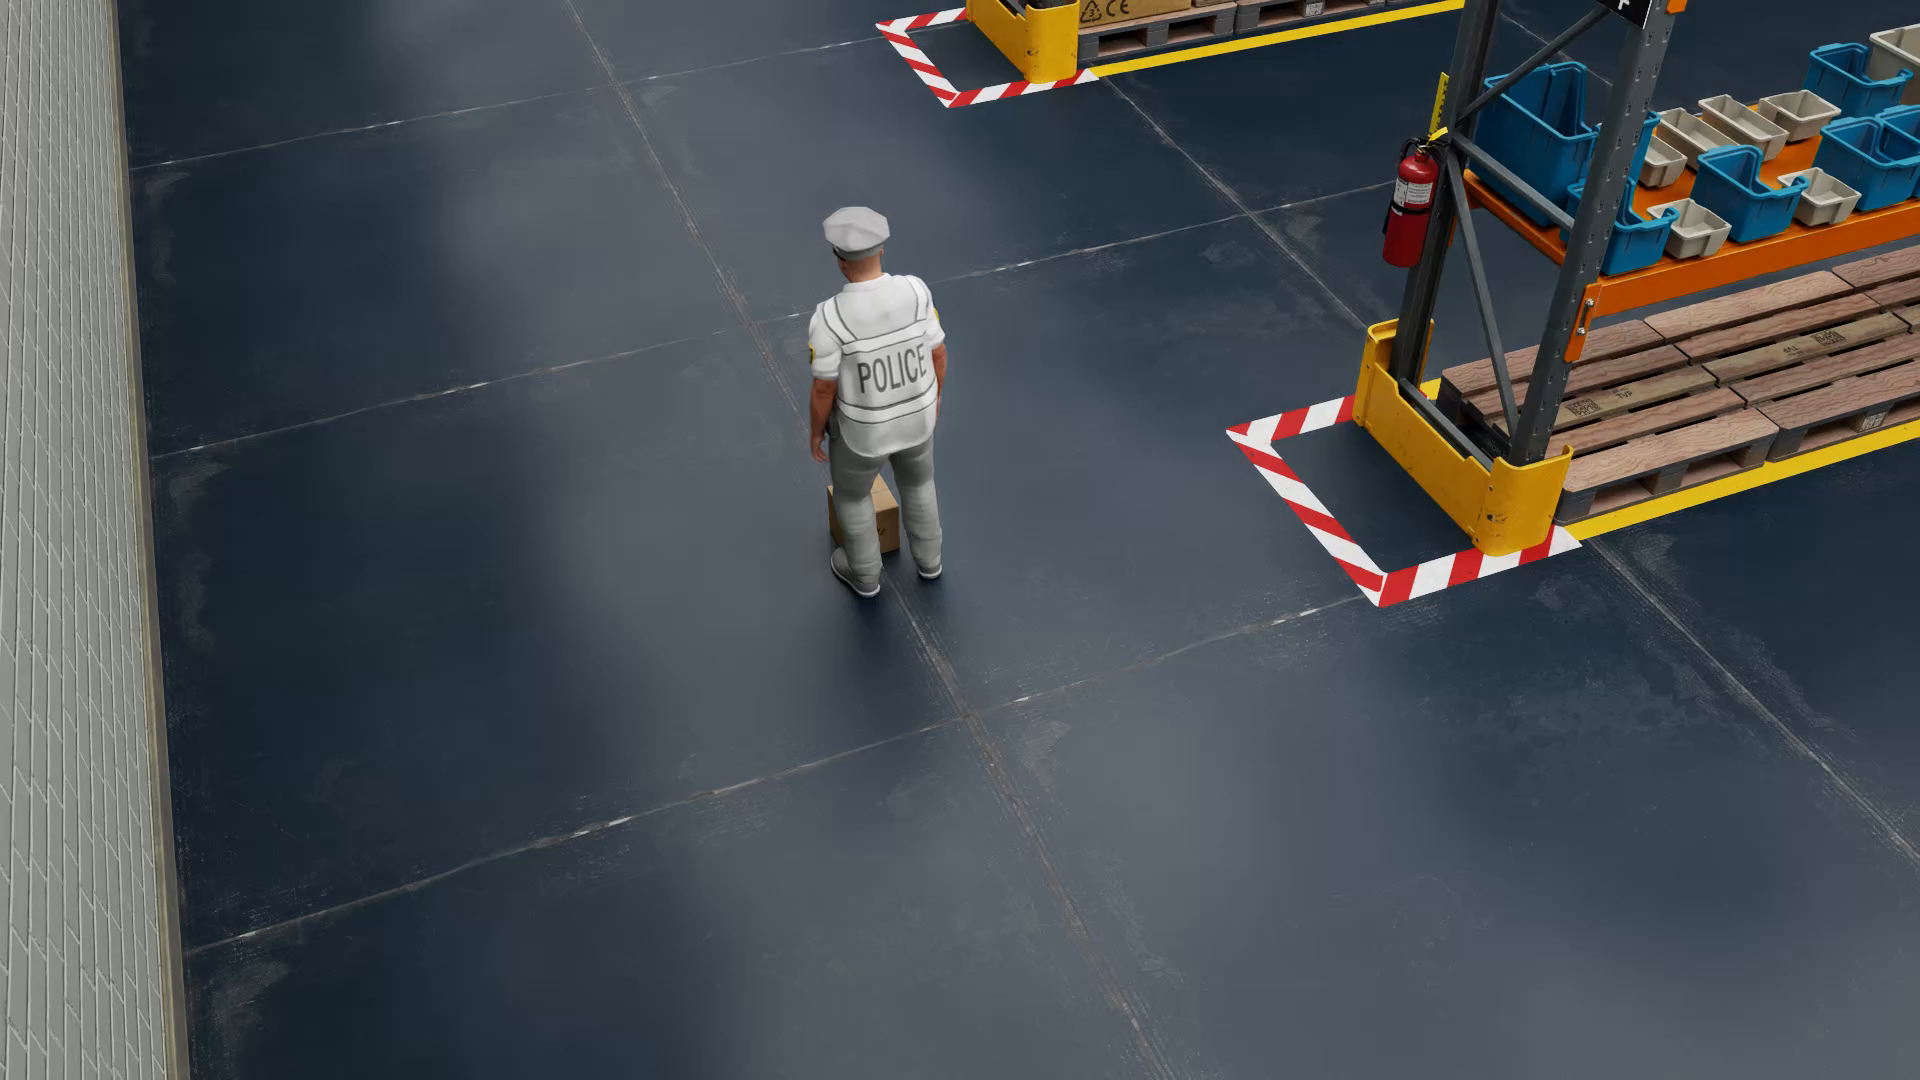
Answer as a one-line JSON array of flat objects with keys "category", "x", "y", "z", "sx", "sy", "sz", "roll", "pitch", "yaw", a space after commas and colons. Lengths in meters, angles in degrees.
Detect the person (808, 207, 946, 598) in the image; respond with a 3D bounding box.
[{"category": "person", "x": -0.322, "y": -0.495, "z": 6.713, "sx": 0.606, "sy": 1.748, "sz": 0.444, "roll": -18, "pitch": 45, "yaw": -19}]
